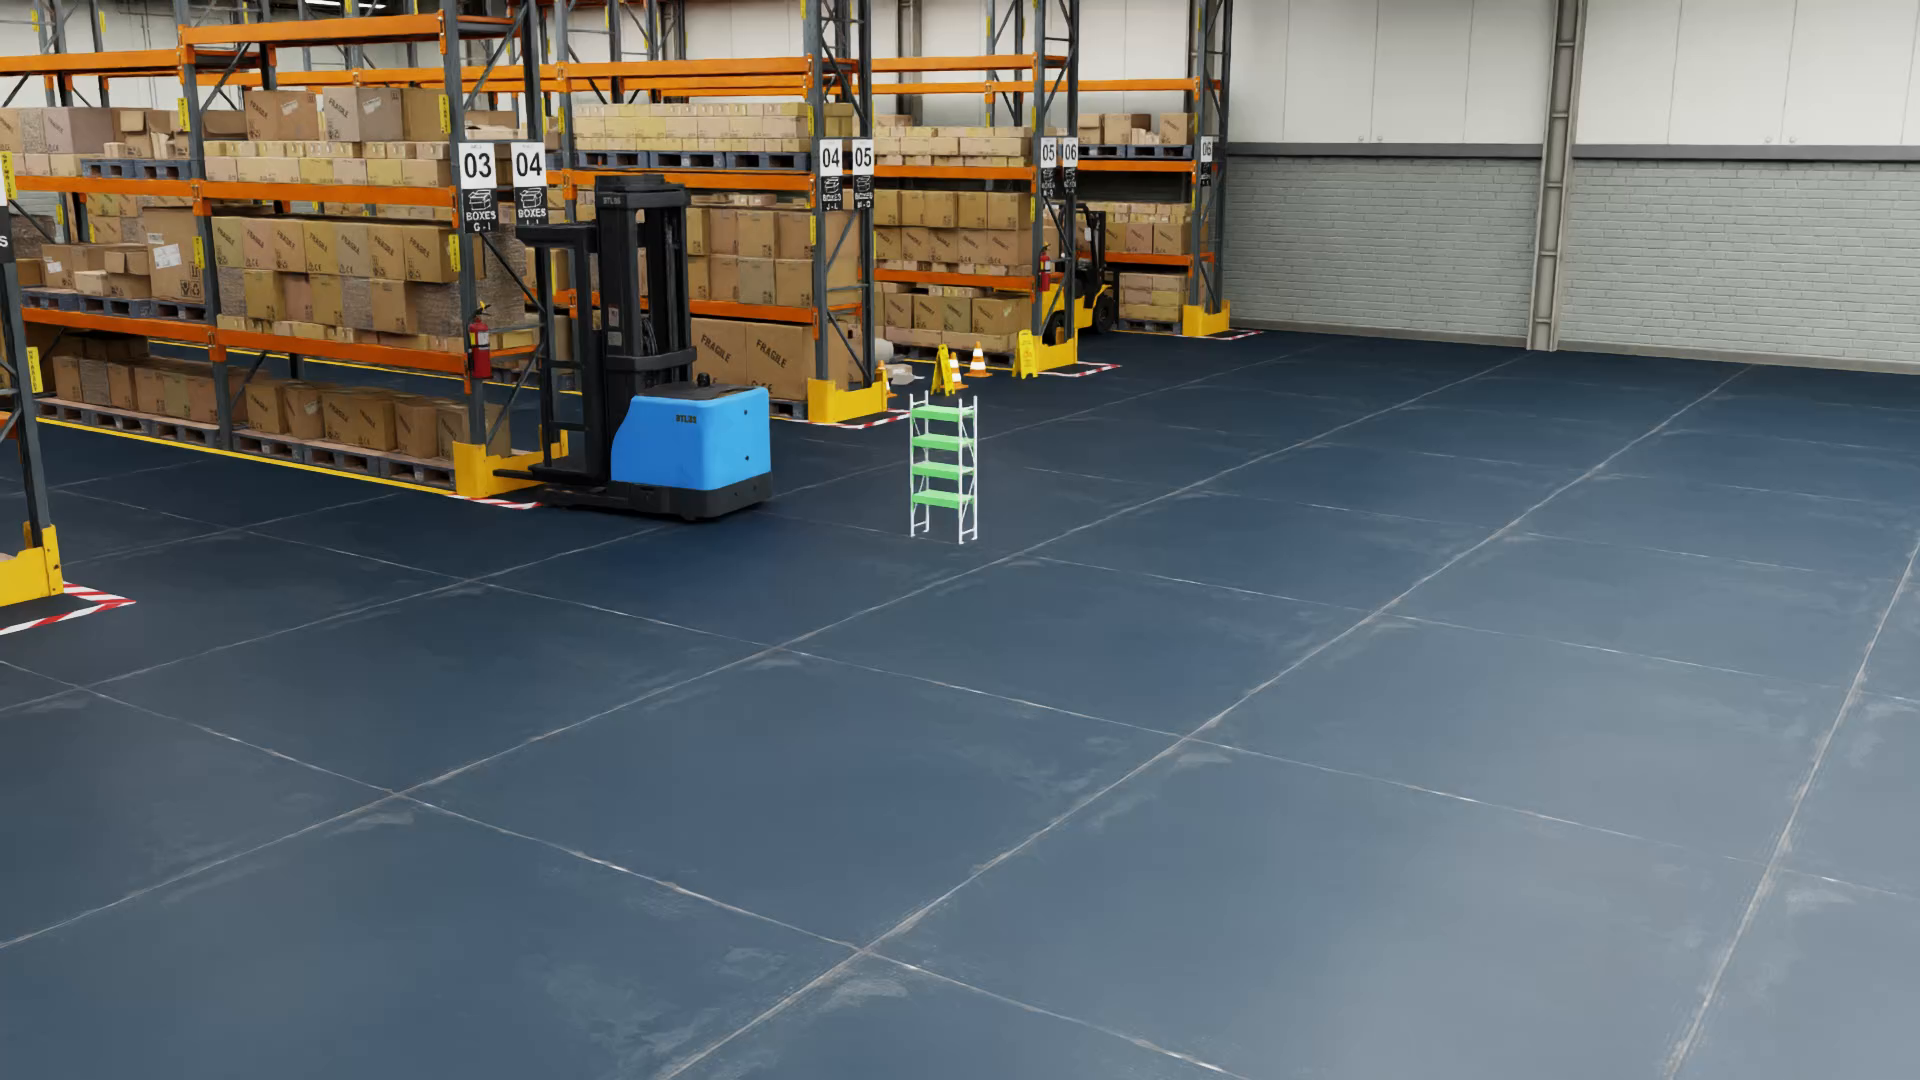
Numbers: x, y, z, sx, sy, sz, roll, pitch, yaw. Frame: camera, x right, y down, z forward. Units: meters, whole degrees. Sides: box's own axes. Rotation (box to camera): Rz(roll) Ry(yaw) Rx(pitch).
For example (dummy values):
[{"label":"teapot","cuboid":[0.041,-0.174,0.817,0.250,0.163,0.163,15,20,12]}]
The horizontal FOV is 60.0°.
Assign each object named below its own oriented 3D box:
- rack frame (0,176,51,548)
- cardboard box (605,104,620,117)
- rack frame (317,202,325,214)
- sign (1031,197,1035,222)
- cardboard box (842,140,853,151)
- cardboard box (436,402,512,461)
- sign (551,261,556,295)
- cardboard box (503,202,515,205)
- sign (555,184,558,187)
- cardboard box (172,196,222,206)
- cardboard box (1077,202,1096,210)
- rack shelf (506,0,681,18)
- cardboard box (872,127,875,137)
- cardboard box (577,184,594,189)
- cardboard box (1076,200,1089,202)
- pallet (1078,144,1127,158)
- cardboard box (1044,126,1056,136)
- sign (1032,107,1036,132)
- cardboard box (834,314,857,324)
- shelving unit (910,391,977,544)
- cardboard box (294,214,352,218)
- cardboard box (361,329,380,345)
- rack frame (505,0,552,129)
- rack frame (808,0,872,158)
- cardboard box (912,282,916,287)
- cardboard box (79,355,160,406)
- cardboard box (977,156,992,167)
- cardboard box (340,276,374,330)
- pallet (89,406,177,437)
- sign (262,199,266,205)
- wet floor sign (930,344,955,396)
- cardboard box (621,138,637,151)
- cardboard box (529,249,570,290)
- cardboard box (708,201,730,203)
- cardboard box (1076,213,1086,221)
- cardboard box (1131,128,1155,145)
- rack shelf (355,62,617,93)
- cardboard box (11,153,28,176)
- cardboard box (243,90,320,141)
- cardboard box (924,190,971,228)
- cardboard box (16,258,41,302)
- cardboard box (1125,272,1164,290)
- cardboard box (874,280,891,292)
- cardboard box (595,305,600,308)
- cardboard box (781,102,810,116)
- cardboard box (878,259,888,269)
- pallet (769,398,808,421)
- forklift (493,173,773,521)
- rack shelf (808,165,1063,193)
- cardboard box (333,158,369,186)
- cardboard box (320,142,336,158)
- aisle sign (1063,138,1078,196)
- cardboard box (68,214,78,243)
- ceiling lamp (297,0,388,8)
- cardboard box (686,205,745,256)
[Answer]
[{"label":"rack frame","cuboid":[-6.966,-0.978,11.531,0.127,3.000,1.000,9,17,33]},{"label":"cardboard box","cuboid":[-4.135,-5.266,20.394,0.250,0.149,0.380,9,17,32]},{"label":"rack frame","cuboid":[-11.948,-6.087,32.171,0.127,3.000,1.000,9,17,33]},{"label":"sign","cuboid":[1.002,-4.549,22.889,0.005,0.325,0.100,9,17,33]},{"label":"cardboard box","cuboid":[-1.456,-4.637,19.512,0.250,0.149,0.380,9,17,33]},{"label":"cardboard box","cuboid":[-4.711,-1.043,16.122,0.500,0.500,0.500,13,19,43]},{"label":"sign","cuboid":[-3.899,-2.494,15.854,0.005,0.325,0.100,9,17,33]},{"label":"cardboard box","cuboid":[-7.572,-5.838,28.875,0.500,0.500,0.500,9,16,31]},{"label":"sign","cuboid":[-8.854,-7.901,36.430,0.005,0.325,0.100,9,17,33]},{"label":"cardboard box","cuboid":[-11.848,-5.238,25.831,0.500,0.500,0.500,9,16,31]},{"label":"cardboard box","cuboid":[2.206,-5.687,28.378,0.250,0.149,0.380,9,17,33]},{"label":"rack shelf","cuboid":[-7.521,-10.985,34.054,4.000,0.370,1.077,9,17,33]},{"label":"cardboard box","cuboid":[-1.262,-5.985,24.379,0.250,0.149,0.380,9,17,32]},{"label":"cardboard box","cuboid":[-7.710,-7.197,34.788,0.500,0.500,0.500,10,17,34]},{"label":"cardboard box","cuboid":[2.069,-5.859,29.071,0.250,0.149,0.380,9,16,32]},{"label":"pallet","cuboid":[2.507,-6.608,28.217,1.213,0.211,1.003,9,17,33]},{"label":"cardboard box","cuboid":[1.148,-5.751,23.434,0.250,0.149,0.380,9,17,32]},{"label":"sign","cuboid":[1.002,-5.719,22.600,0.005,0.325,0.100,9,17,33]},{"label":"cardboard box","cuboid":[-1.652,-3.578,25.323,0.500,0.500,0.500,10,17,35]},{"label":"shelving unit","cuboid":[-0.137,-0.605,13.769,0.503,1.200,0.258,9,17,33]},{"label":"cardboard box","cuboid":[-6.579,-3.108,17.228,0.500,0.500,0.500,9,17,33]},{"label":"cardboard box","cuboid":[-5.600,-2.005,16.203,0.250,0.149,0.380,9,17,33]},{"label":"rack frame","cuboid":[-9.181,-9.989,35.450,0.127,3.000,1.000,9,17,33]},{"label":"rack frame","cuboid":[-1.350,-5.853,18.740,0.127,3.000,1.000,9,17,33]},{"label":"cardboard box","cuboid":[-0.927,-4.793,31.011,0.625,0.625,0.875,8,16,31]},{"label":"cardboard box","cuboid":[-9.806,-1.881,19.465,0.500,0.500,0.700,8,16,28]},{"label":"cardboard box","cuboid":[0.450,-5.337,23.420,0.250,0.149,0.380,10,17,34]},{"label":"cardboard box","cuboid":[-5.516,-2.356,16.273,0.500,0.500,0.875,9,17,33]},{"label":"pallet","cuboid":[-9.185,-1.416,19.104,1.213,0.211,1.003,9,17,33]},{"label":"sign","cuboid":[-11.001,-5.223,26.272,0.005,0.325,0.100,9,17,33]},{"label":"wet floor sign","cuboid":[-0.221,-2.189,21.323,0.232,0.644,0.267,6,15,23]},{"label":"cardboard box","cuboid":[-3.927,-4.845,20.353,0.250,0.149,0.380,9,16,32]},{"label":"cardboard box","cuboid":[-5.251,-3.543,21.683,0.500,0.500,0.500,9,17,32]},{"label":"cardboard box","cuboid":[-3.923,-5.271,27.172,0.500,0.500,0.500,8,16,29]},{"label":"cardboard box","cuboid":[2.166,-5.525,28.342,0.250,0.149,0.380,9,16,32]},{"label":"cardboard box","cuboid":[3.028,-6.659,27.438,0.258,0.266,0.396,9,17,33]},{"label":"rack shelf","cuboid":[-6.329,-6.114,22.125,4.000,0.370,1.077,9,17,33]},{"label":"cardboard box","cuboid":[-10.592,-4.308,19.053,0.500,0.250,0.500,10,17,34]},{"label":"cardboard box","cuboid":[-7.006,-4.384,17.181,0.500,0.500,0.500,9,16,31]},{"label":"cardboard box","cuboid":[-0.113,-4.762,23.909,0.500,0.500,0.700,9,16,32]},{"label":"cardboard box","cuboid":[-11.388,-3.104,19.910,0.500,0.500,0.500,10,17,35]},{"label":"cardboard box","cuboid":[3.113,-4.353,27.933,0.500,0.250,0.500,10,17,34]},{"label":"cardboard box","cuboid":[-1.154,-3.796,24.852,0.250,0.149,0.380,10,17,35]},{"label":"cardboard box","cuboid":[-5.836,-4.296,28.483,0.875,0.875,0.875,9,17,32]},{"label":"cardboard box","cuboid":[-1.819,-4.892,18.882,0.250,0.149,0.380,9,17,33]},{"label":"cardboard box","cuboid":[-1.008,-4.127,24.775,0.250,0.149,0.380,9,17,33]},{"label":"pallet","cuboid":[-2.057,-1.679,20.166,1.213,0.211,1.003,9,17,33]},{"label":"forklift","cuboid":[-3.254,-1.810,15.034,3.031,2.935,1.130,7,15,25]},{"label":"rack shelf","cuboid":[-0.331,-5.316,24.312,4.000,0.370,1.077,9,17,33]},{"label":"cardboard box","cuboid":[-5.580,-3.500,15.787,0.500,0.250,0.500,10,17,34]},{"label":"cardboard box","cuboid":[-5.884,-3.739,15.926,0.250,0.149,0.380,8,16,30]},{"label":"aisle sign","cuboid":[1.553,-5.257,23.407,0.004,0.787,0.394,9,17,33]},{"label":"cardboard box","cuboid":[-14.408,-5.164,27.616,0.500,0.500,0.500,10,17,35]},{"label":"ceiling lamp","cuboid":[-12.704,-12.718,34.325,0.800,3.185,2.000,9,17,33]},{"label":"cardboard box","cuboid":[-3.045,-3.798,20.364,0.500,0.550,0.875,9,17,33]}]
